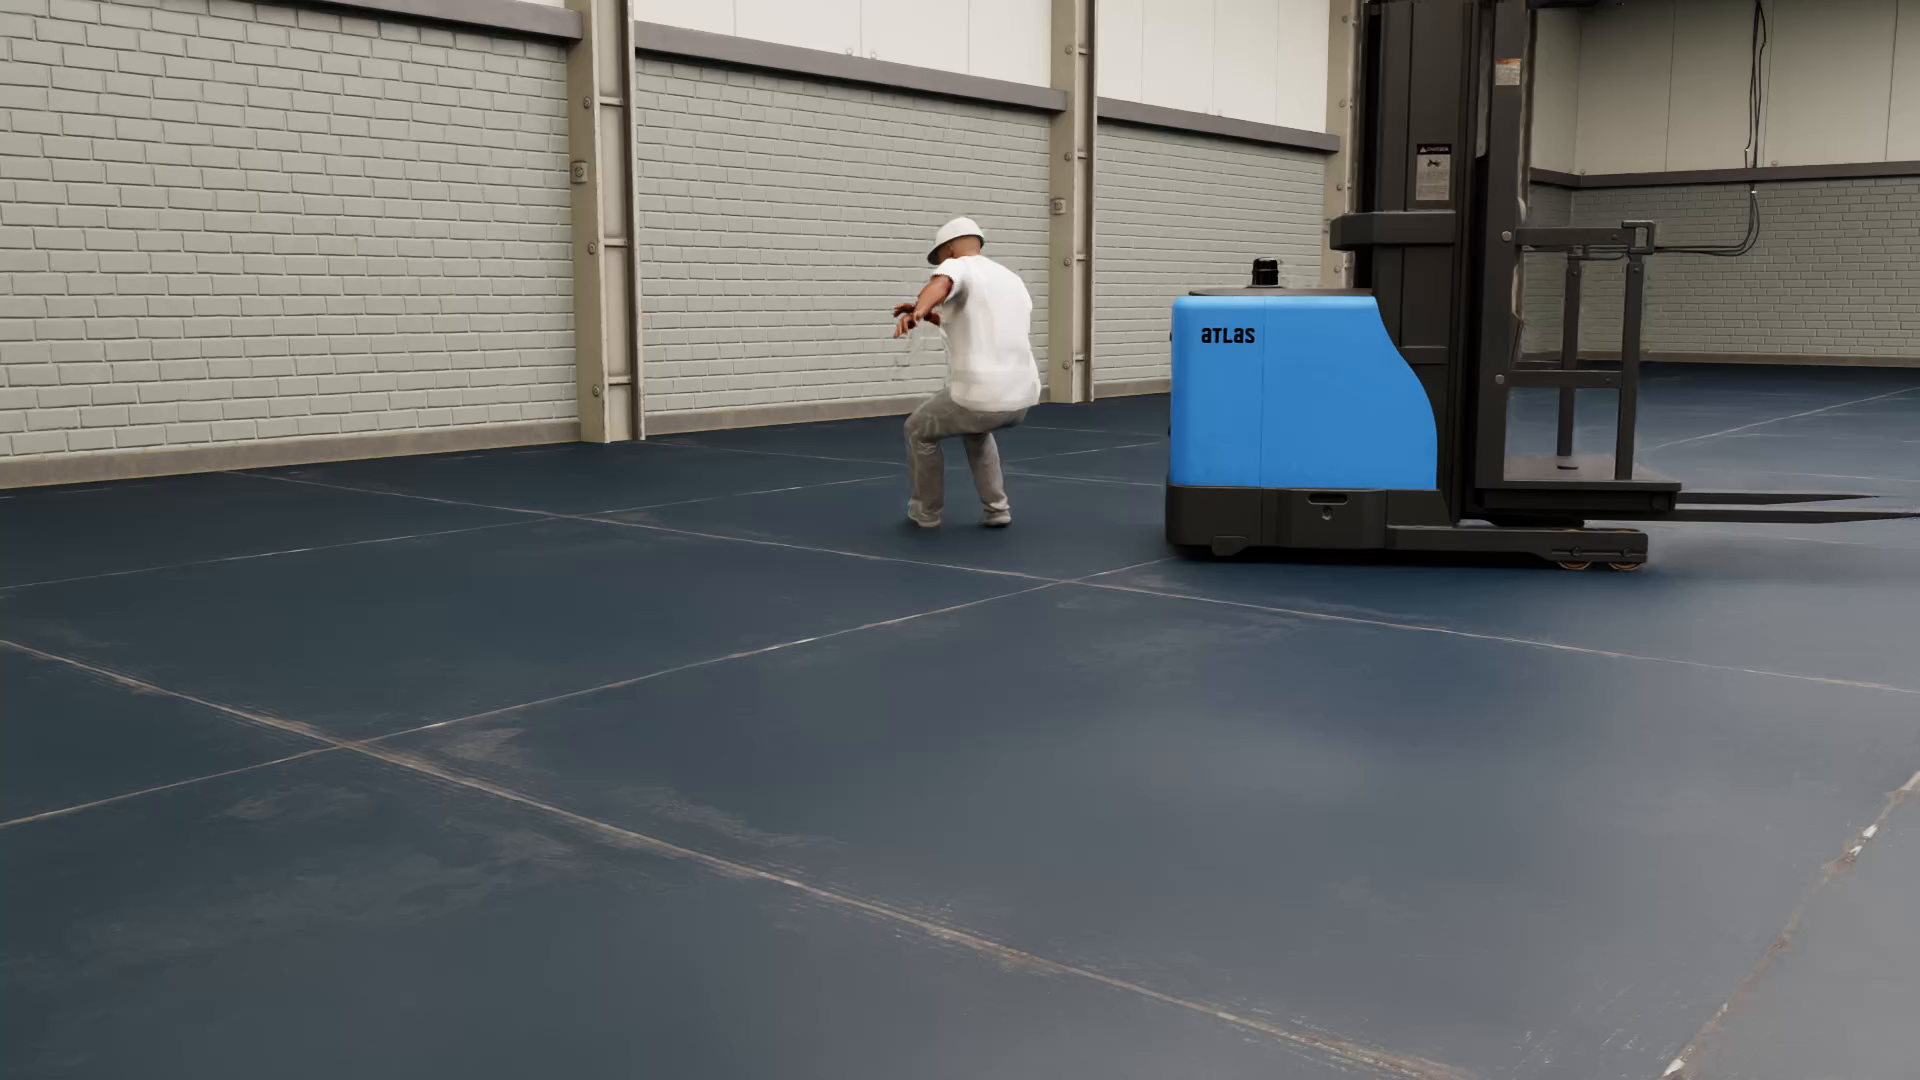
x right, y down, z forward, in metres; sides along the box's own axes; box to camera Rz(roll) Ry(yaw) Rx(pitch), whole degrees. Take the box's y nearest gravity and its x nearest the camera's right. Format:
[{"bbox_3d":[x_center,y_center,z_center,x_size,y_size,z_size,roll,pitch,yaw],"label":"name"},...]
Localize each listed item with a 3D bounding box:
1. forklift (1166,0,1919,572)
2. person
[{"bbox_3d":[2.407,-1.408,6.902,3.031,2.935,1.130,1,8,7],"label":"forklift"},{"bbox_3d":[-0.119,-0.695,7.371,0.945,1.459,1.237,8,12,44],"label":"person"}]
